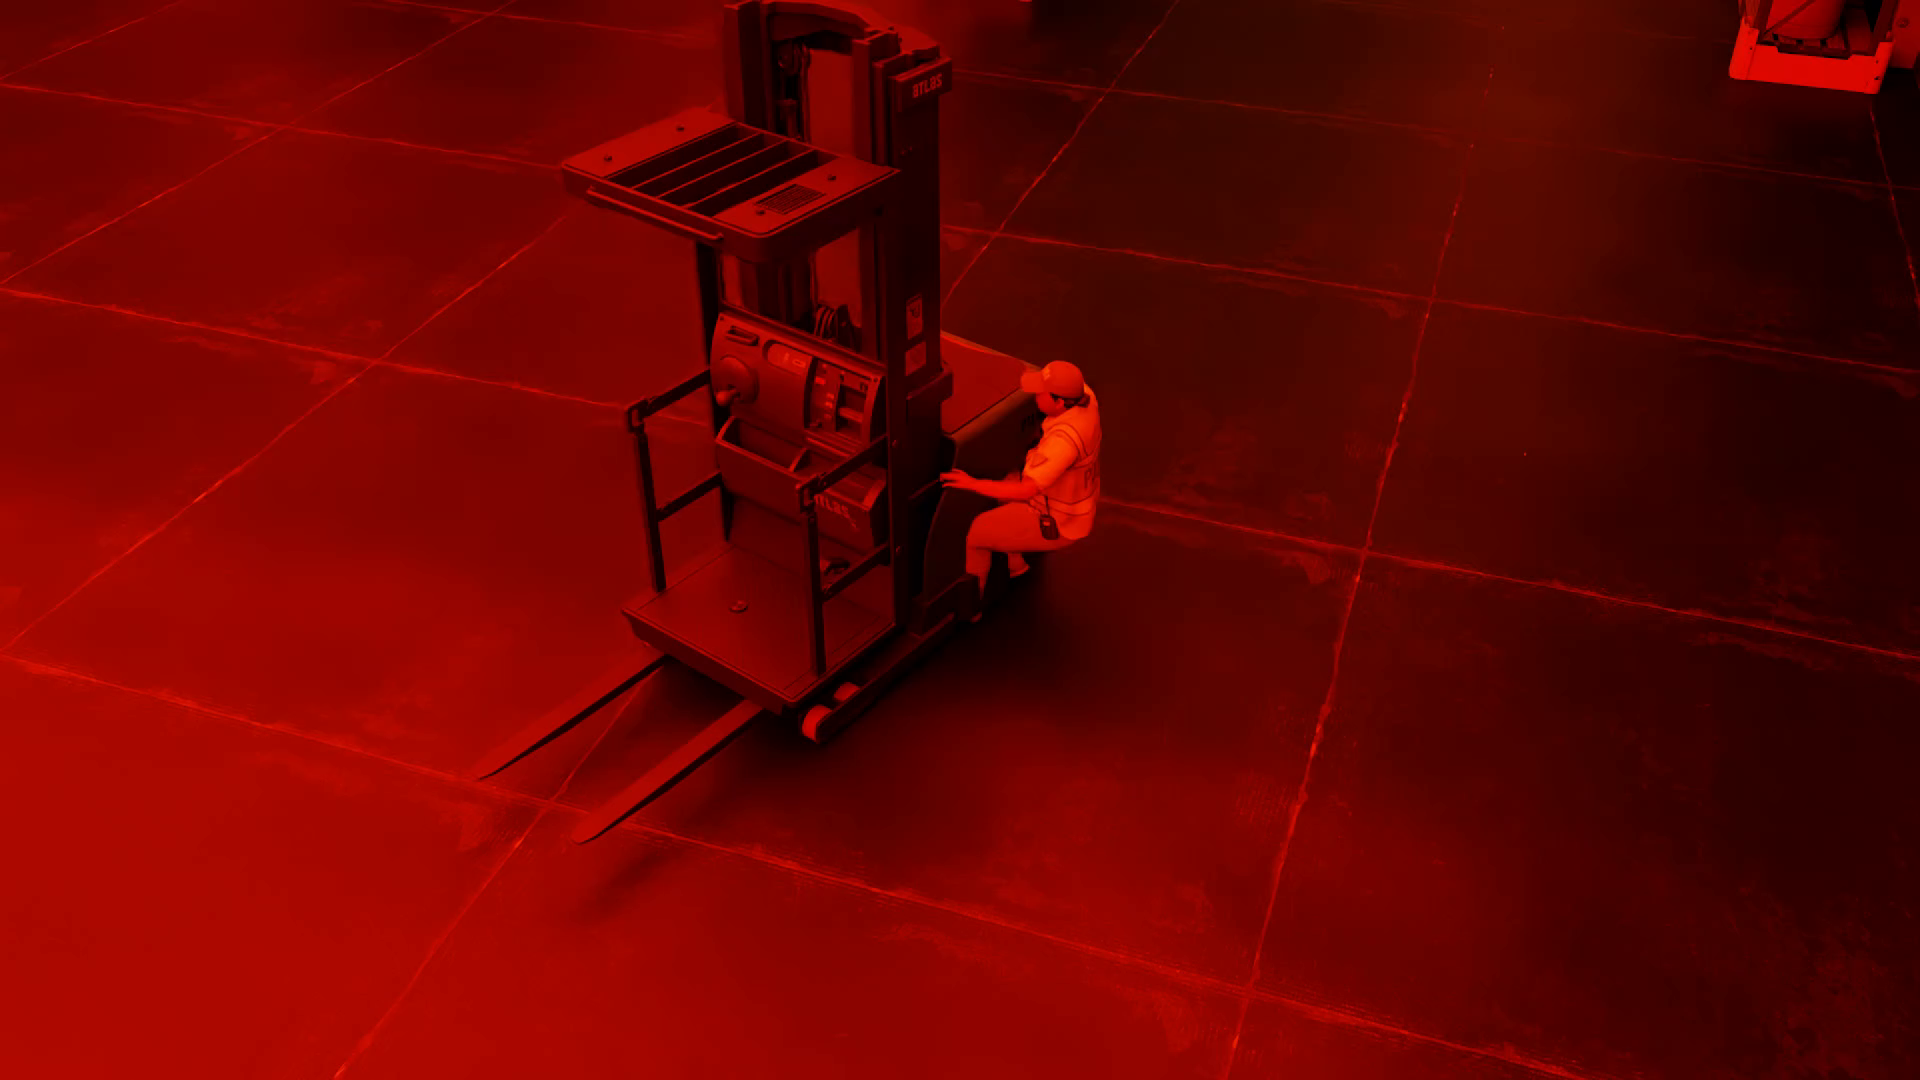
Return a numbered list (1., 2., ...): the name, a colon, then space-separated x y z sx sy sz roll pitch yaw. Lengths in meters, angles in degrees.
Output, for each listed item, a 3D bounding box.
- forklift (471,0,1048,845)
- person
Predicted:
1. forklift: -0.840 -0.622 6.988 1.130 2.935 3.031 24 42 30
2. person: 0.234 -0.245 7.745 0.824 1.428 0.900 4 36 5
